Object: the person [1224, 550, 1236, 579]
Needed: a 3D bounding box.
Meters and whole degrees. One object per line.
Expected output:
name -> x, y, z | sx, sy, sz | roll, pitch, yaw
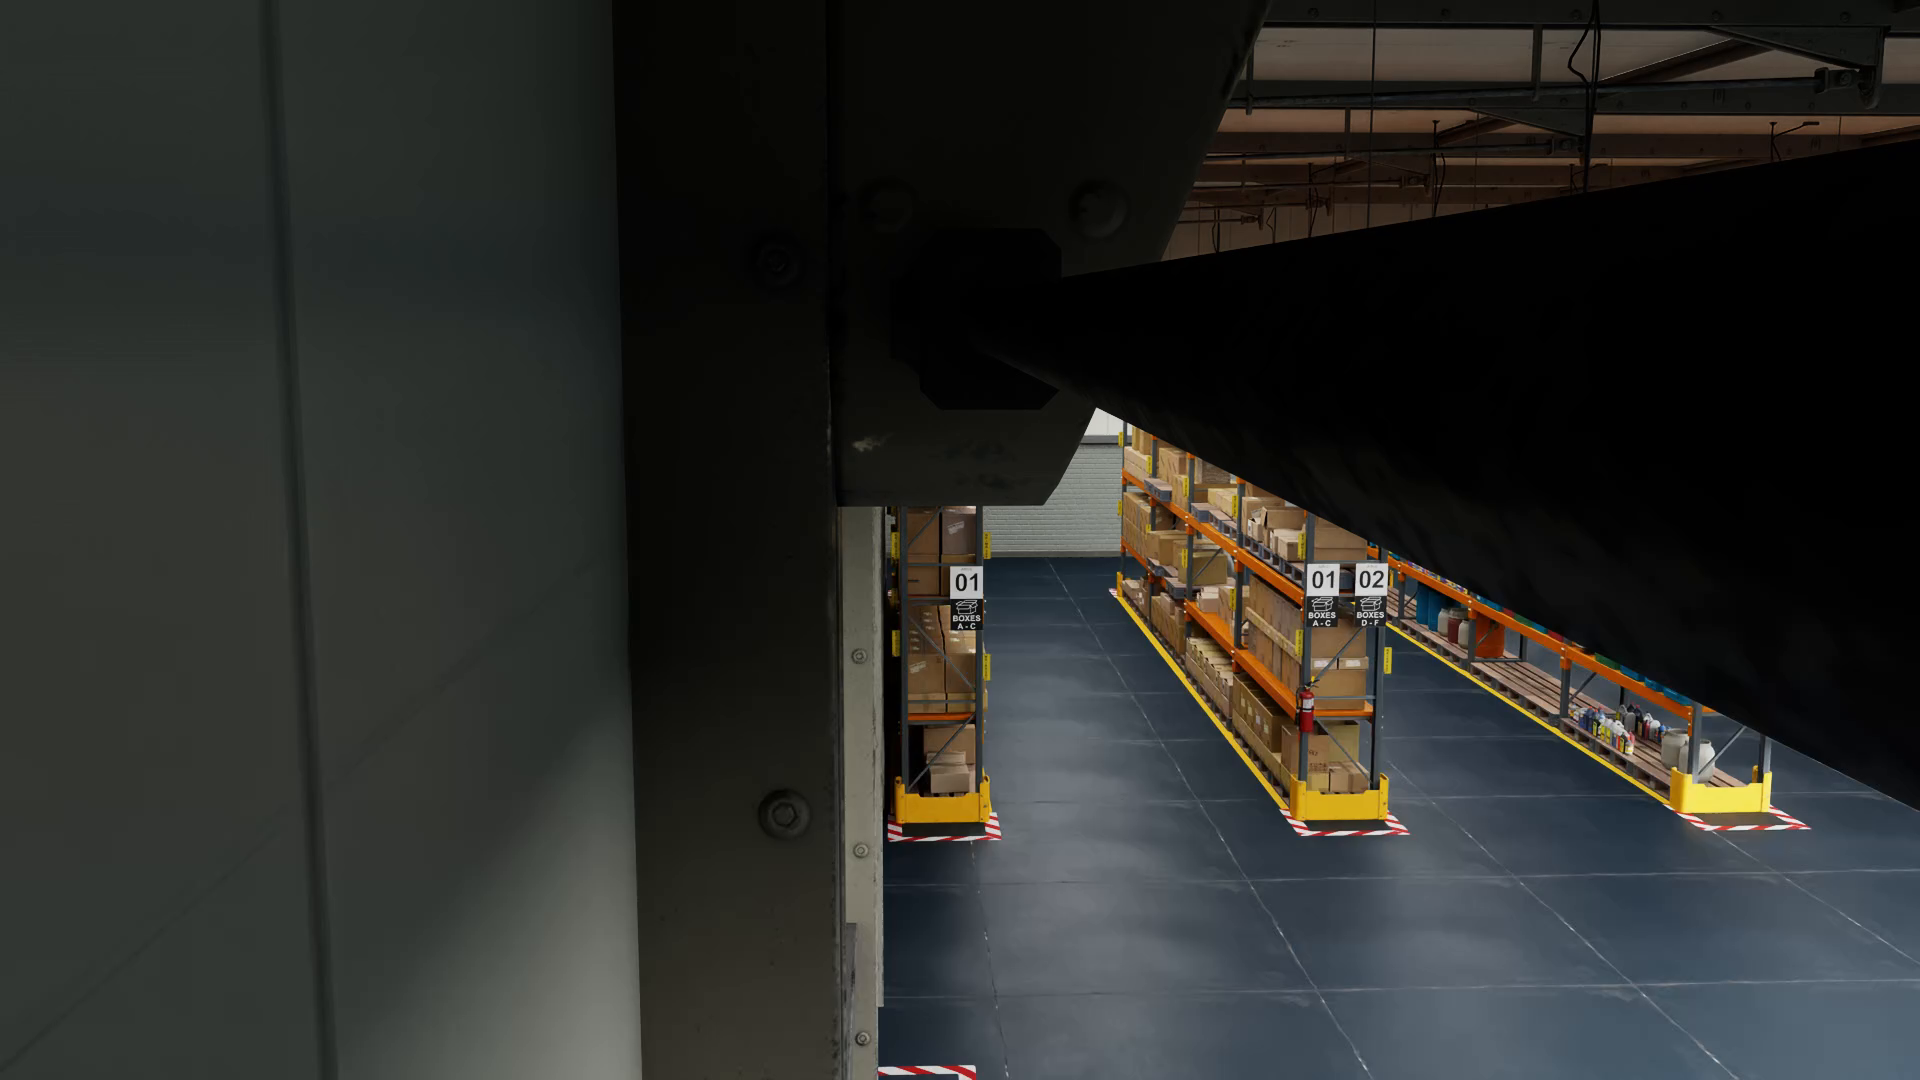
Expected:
person -> 5.811, 0.411, 36.337 | 0.506, 1.660, 0.767 | -4, 9, -27
